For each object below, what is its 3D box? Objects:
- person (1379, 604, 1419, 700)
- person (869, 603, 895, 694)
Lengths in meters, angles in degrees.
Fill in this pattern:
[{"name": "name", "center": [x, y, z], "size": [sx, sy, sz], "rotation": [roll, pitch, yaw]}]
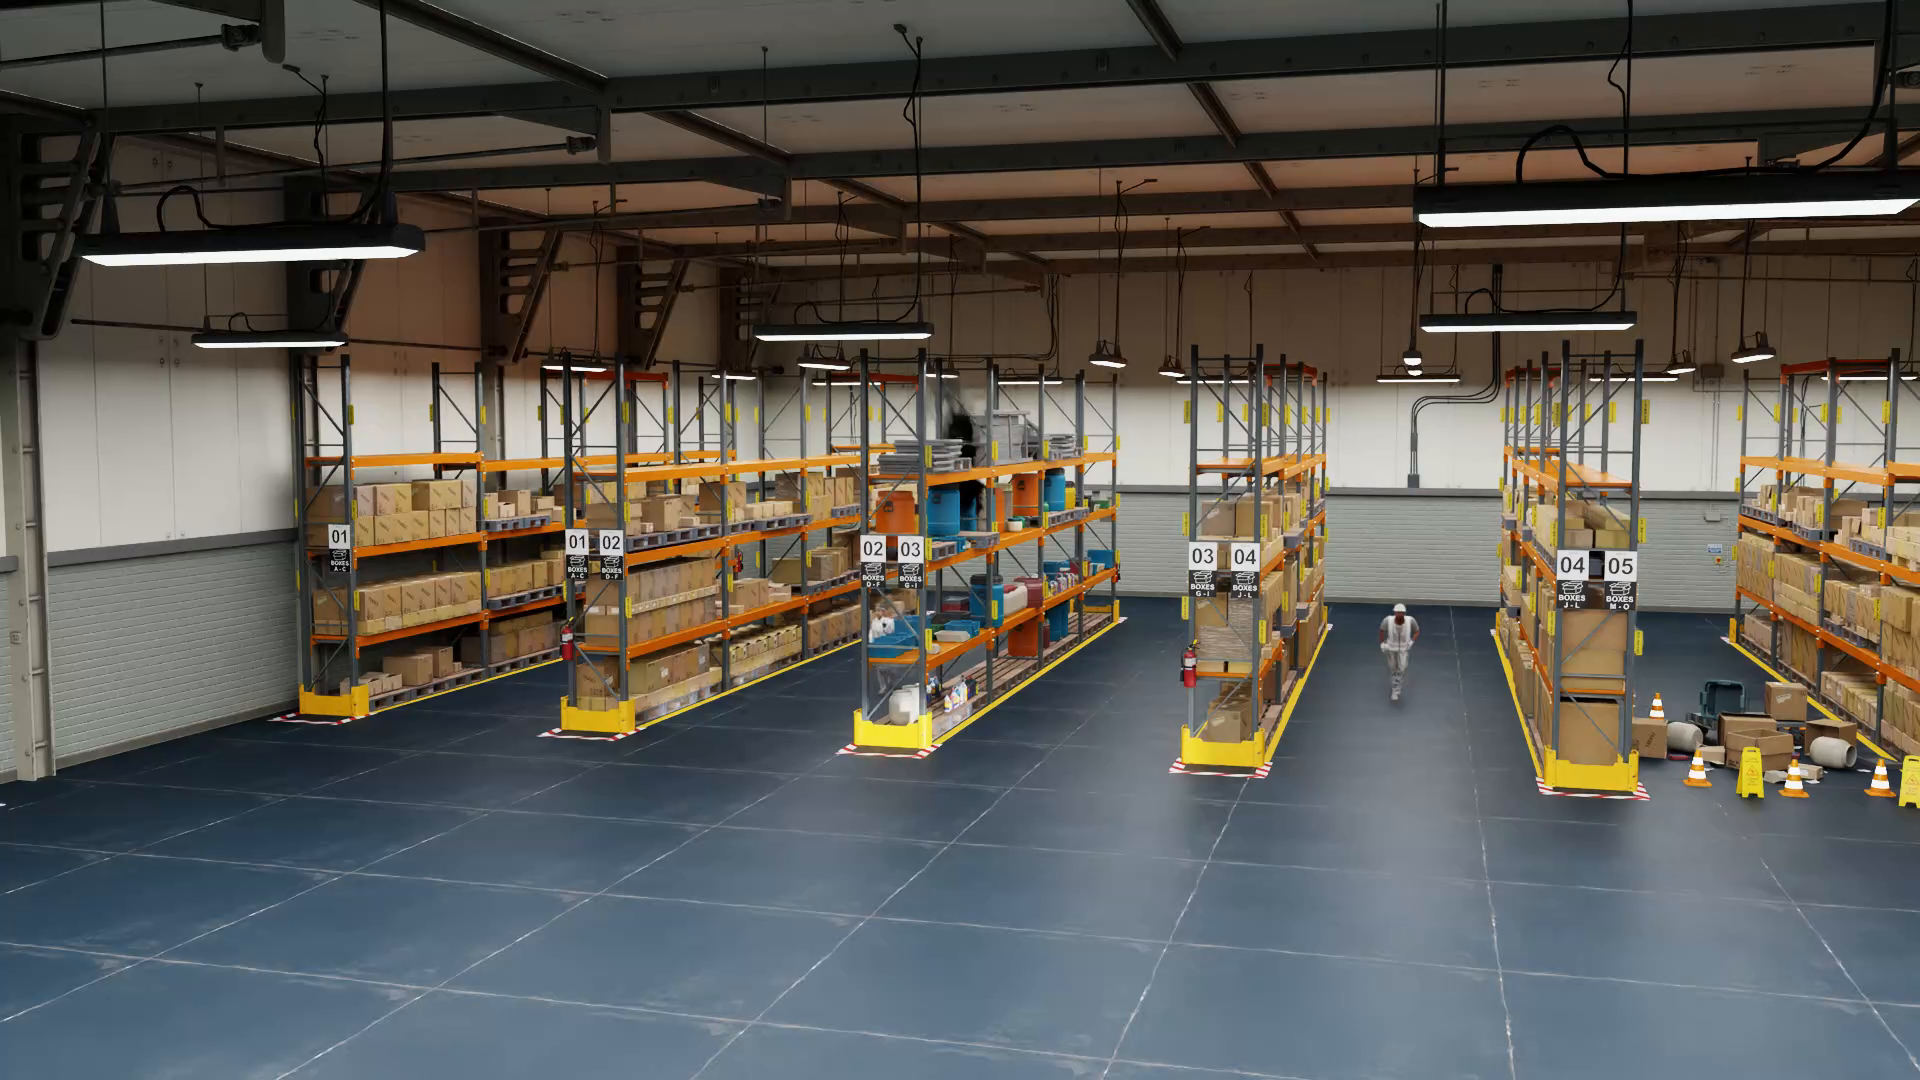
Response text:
[{"name": "person", "center": [7.777, 1.959, 29.508], "size": [0.666, 1.716, 0.885], "rotation": [1, 4, 9]}, {"name": "person", "center": [-1.376, 1.941, 29.814], "size": [0.633, 1.654, 0.623], "rotation": [2, 5, 23]}]
